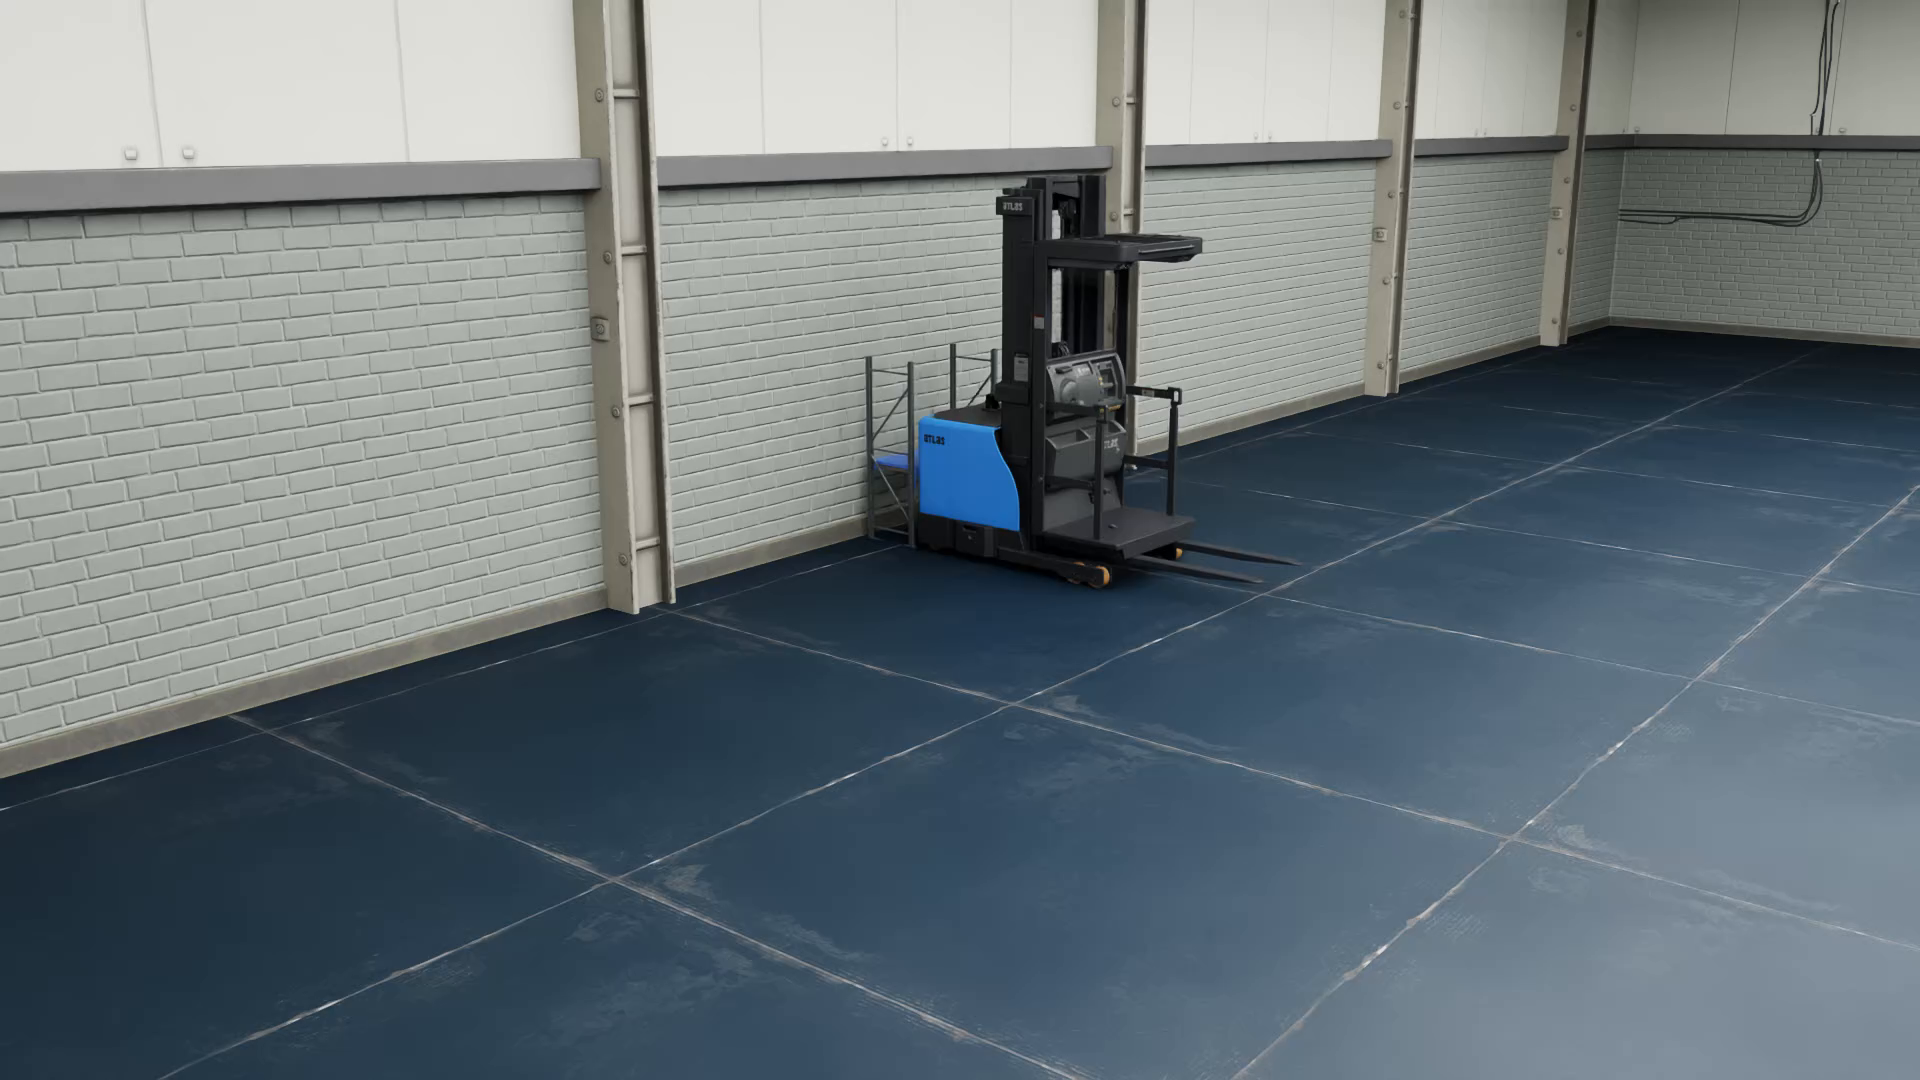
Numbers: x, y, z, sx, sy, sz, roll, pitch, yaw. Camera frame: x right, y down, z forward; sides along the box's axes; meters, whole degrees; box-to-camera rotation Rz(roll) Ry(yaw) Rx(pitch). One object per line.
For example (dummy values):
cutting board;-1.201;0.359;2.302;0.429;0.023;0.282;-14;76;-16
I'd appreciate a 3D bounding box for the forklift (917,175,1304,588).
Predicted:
forklift;1.118;-1.211;12.436;3.031;2.935;1.130;11;18;38

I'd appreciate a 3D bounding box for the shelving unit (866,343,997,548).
shelving unit;-0.223;-0.801;13.730;0.538;1.500;1.048;12;19;40

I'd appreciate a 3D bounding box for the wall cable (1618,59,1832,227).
wall cable;11.924;-6.206;26.083;3.097;2.526;0.112;11;18;38

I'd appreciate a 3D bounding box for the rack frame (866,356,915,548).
rack frame;-0.559;-0.707;13.359;0.500;1.500;0.032;12;19;40

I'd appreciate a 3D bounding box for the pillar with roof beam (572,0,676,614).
pillar with roof beam;1.080;-3.238;8.093;9.100;9.000;0.400;11;18;38

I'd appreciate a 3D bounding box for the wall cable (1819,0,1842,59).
wall cable;14.029;-8.235;23.813;3.097;2.526;0.112;11;18;38

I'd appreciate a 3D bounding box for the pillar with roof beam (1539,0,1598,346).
pillar with roof beam;12.393;-6.685;21.662;9.100;9.000;0.400;11;18;38

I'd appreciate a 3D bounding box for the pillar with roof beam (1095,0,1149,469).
pillar with roof beam;4.851;-4.387;12.616;9.100;9.000;0.400;11;18;38

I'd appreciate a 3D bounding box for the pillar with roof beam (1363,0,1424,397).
pillar with roof beam;8.622;-5.536;17.139;9.100;9.000;0.400;11;18;38

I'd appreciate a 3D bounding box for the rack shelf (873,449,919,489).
rack shelf;-0.223;-0.627;13.774;0.538;0.185;1.000;12;19;40

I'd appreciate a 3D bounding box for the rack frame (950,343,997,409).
rack frame;0.112;-0.895;14.100;0.500;1.500;0.032;12;19;40
